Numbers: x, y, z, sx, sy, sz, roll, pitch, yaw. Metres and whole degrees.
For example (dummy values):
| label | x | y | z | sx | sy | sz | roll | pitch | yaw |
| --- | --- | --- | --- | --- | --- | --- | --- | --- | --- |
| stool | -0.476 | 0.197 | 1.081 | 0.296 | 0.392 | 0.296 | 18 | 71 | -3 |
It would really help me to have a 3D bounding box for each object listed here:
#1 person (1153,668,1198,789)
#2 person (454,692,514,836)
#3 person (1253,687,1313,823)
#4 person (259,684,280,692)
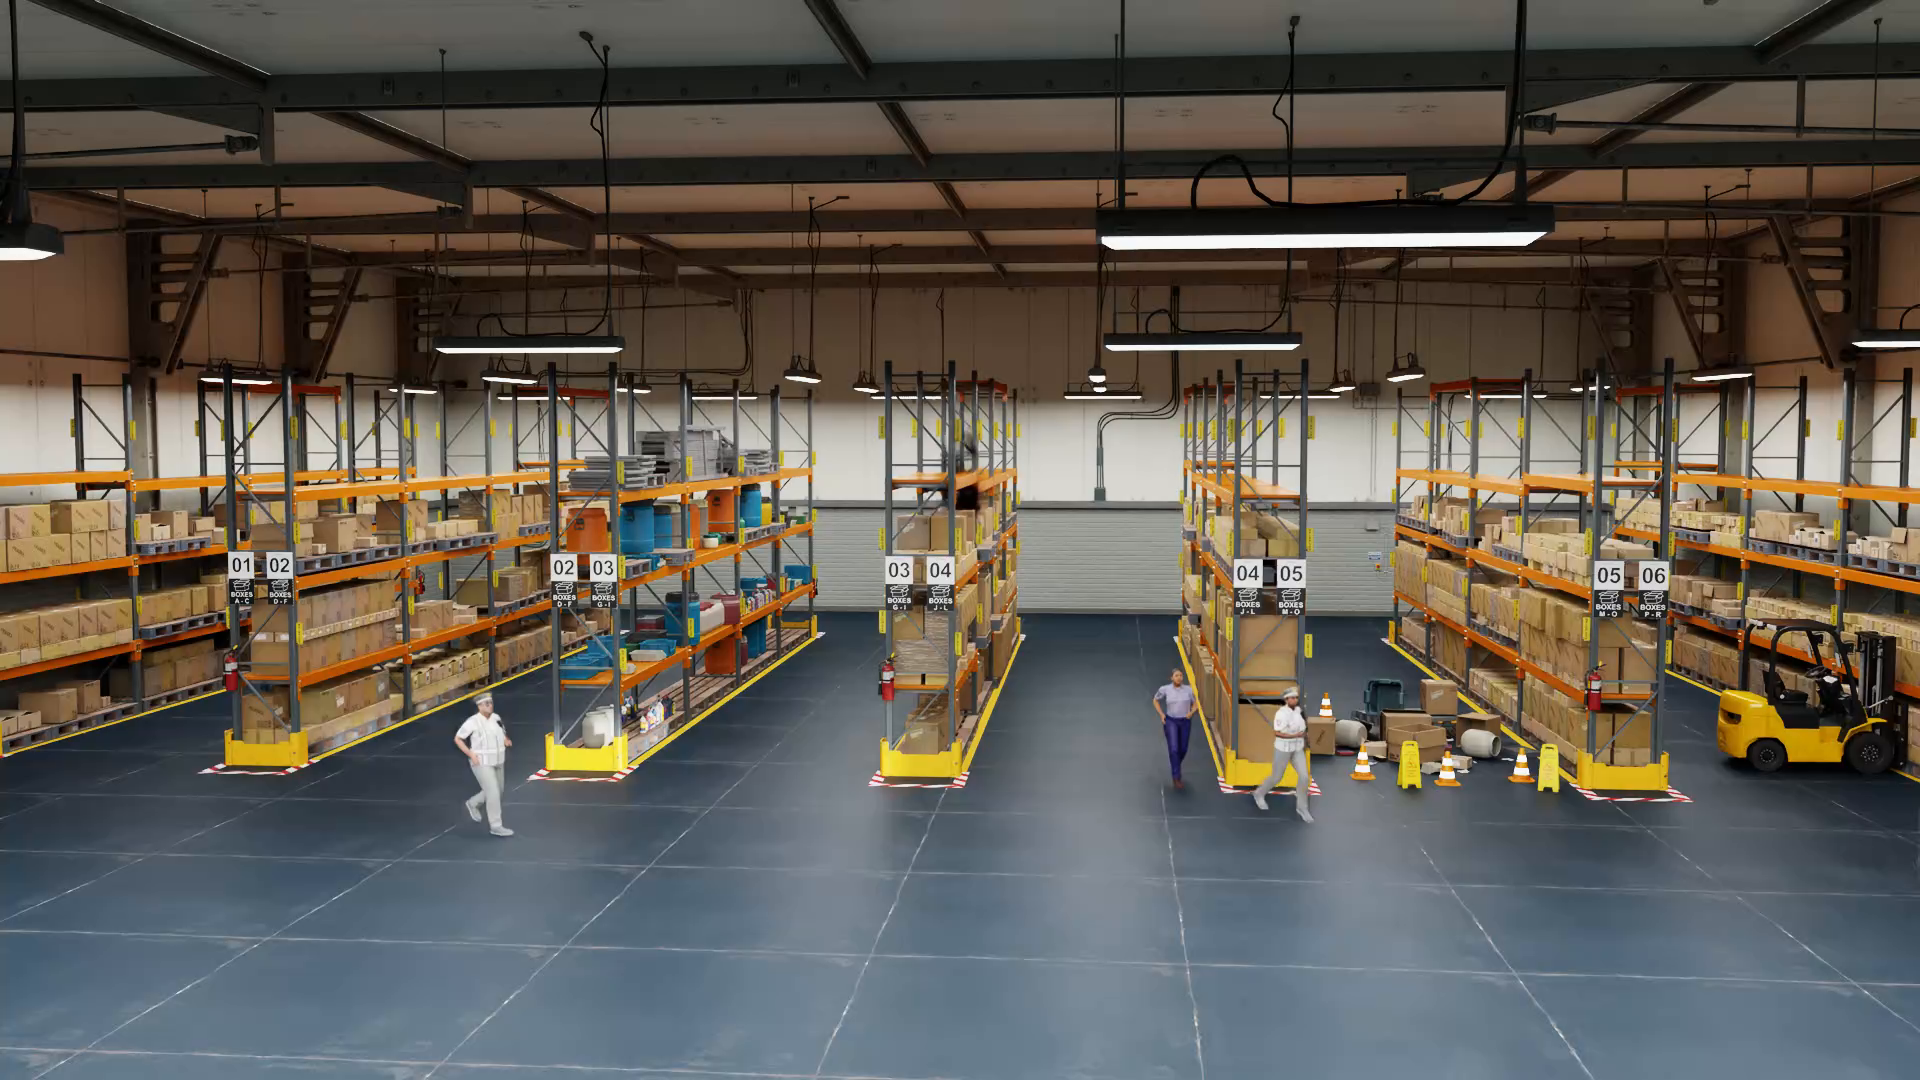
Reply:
| label | x | y | z | sx | sy | sz | roll | pitch | yaw |
| --- | --- | --- | --- | --- | --- | --- | --- | --- | --- |
| person | 3.067 | 2.633 | 23.563 | 0.611 | 1.650 | 0.849 | -1 | 4 | -8 |
| person | -5.886 | 2.756 | 20.665 | 0.915 | 1.752 | 0.674 | 2 | 4 | 30 |
| person | 4.231 | 2.742 | 21.565 | 0.586 | 1.736 | 0.901 | -2 | 4 | -30 |
| person | -11.815 | 2.321 | 28.503 | 0.543 | 1.576 | 0.866 | 0 | 4 | -1 |
